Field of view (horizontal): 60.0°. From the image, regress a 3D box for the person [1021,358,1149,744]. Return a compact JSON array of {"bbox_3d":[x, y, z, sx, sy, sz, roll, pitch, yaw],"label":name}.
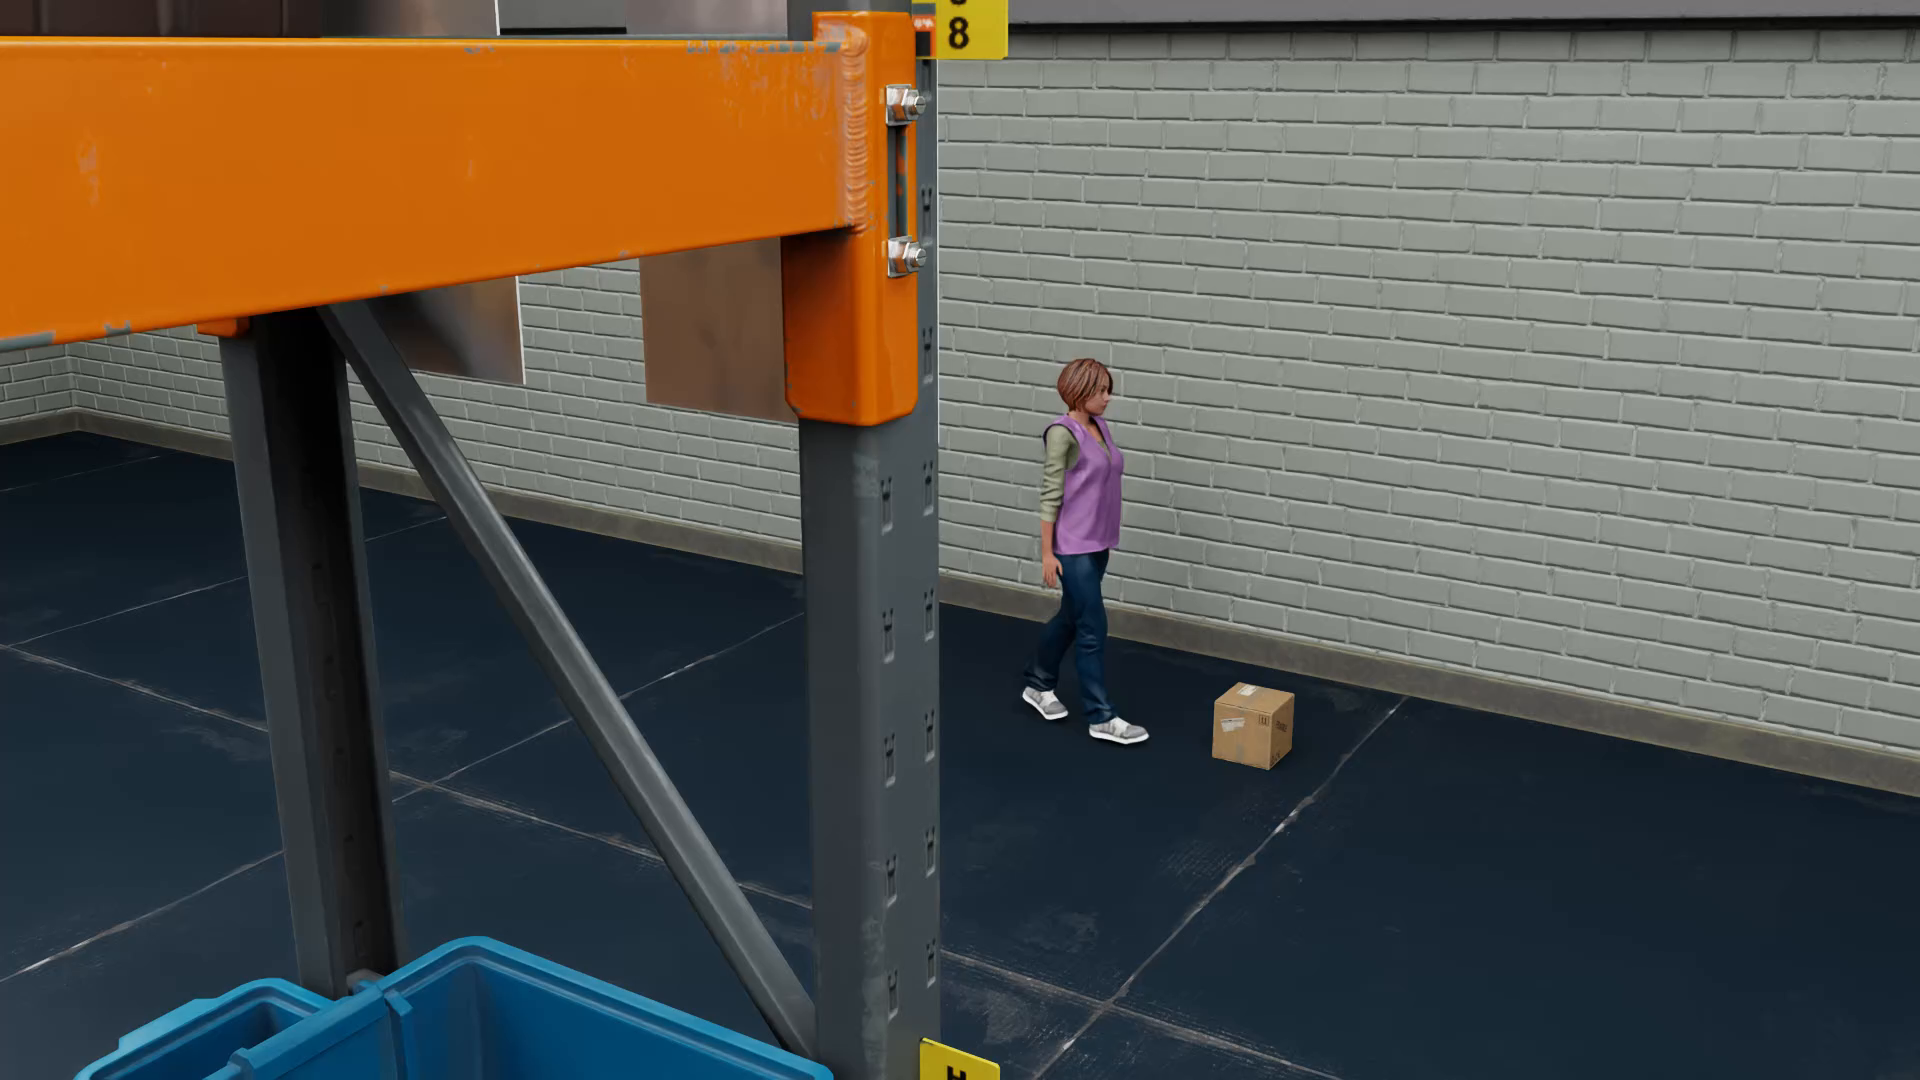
[{"bbox_3d":[0.526,0.036,6.918,0.679,1.580,0.444,10,19,30],"label":"person"}]
